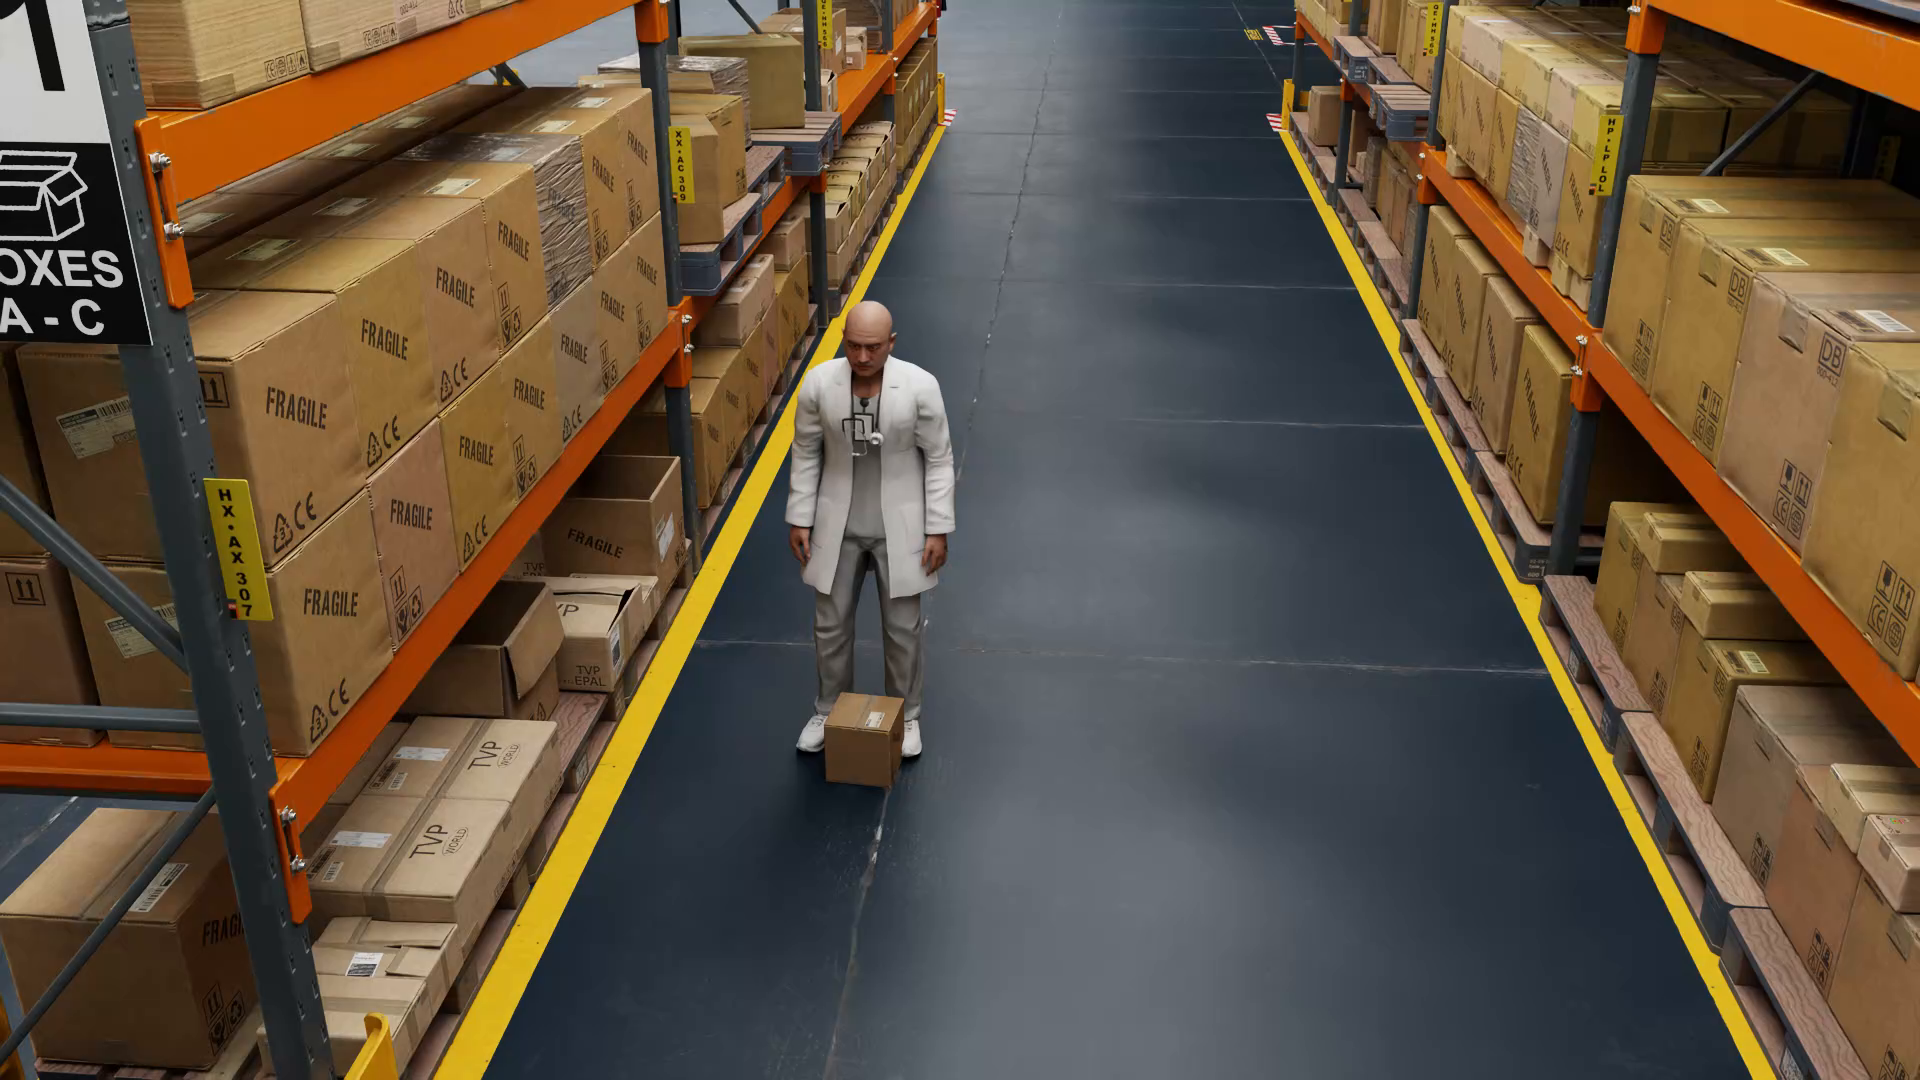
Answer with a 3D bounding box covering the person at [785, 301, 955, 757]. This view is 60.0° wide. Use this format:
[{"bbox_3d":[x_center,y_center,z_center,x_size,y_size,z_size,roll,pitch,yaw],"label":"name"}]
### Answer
[{"bbox_3d":[-0.335,-0.040,6.211,0.644,1.774,0.424,3,24,7],"label":"person"}]
